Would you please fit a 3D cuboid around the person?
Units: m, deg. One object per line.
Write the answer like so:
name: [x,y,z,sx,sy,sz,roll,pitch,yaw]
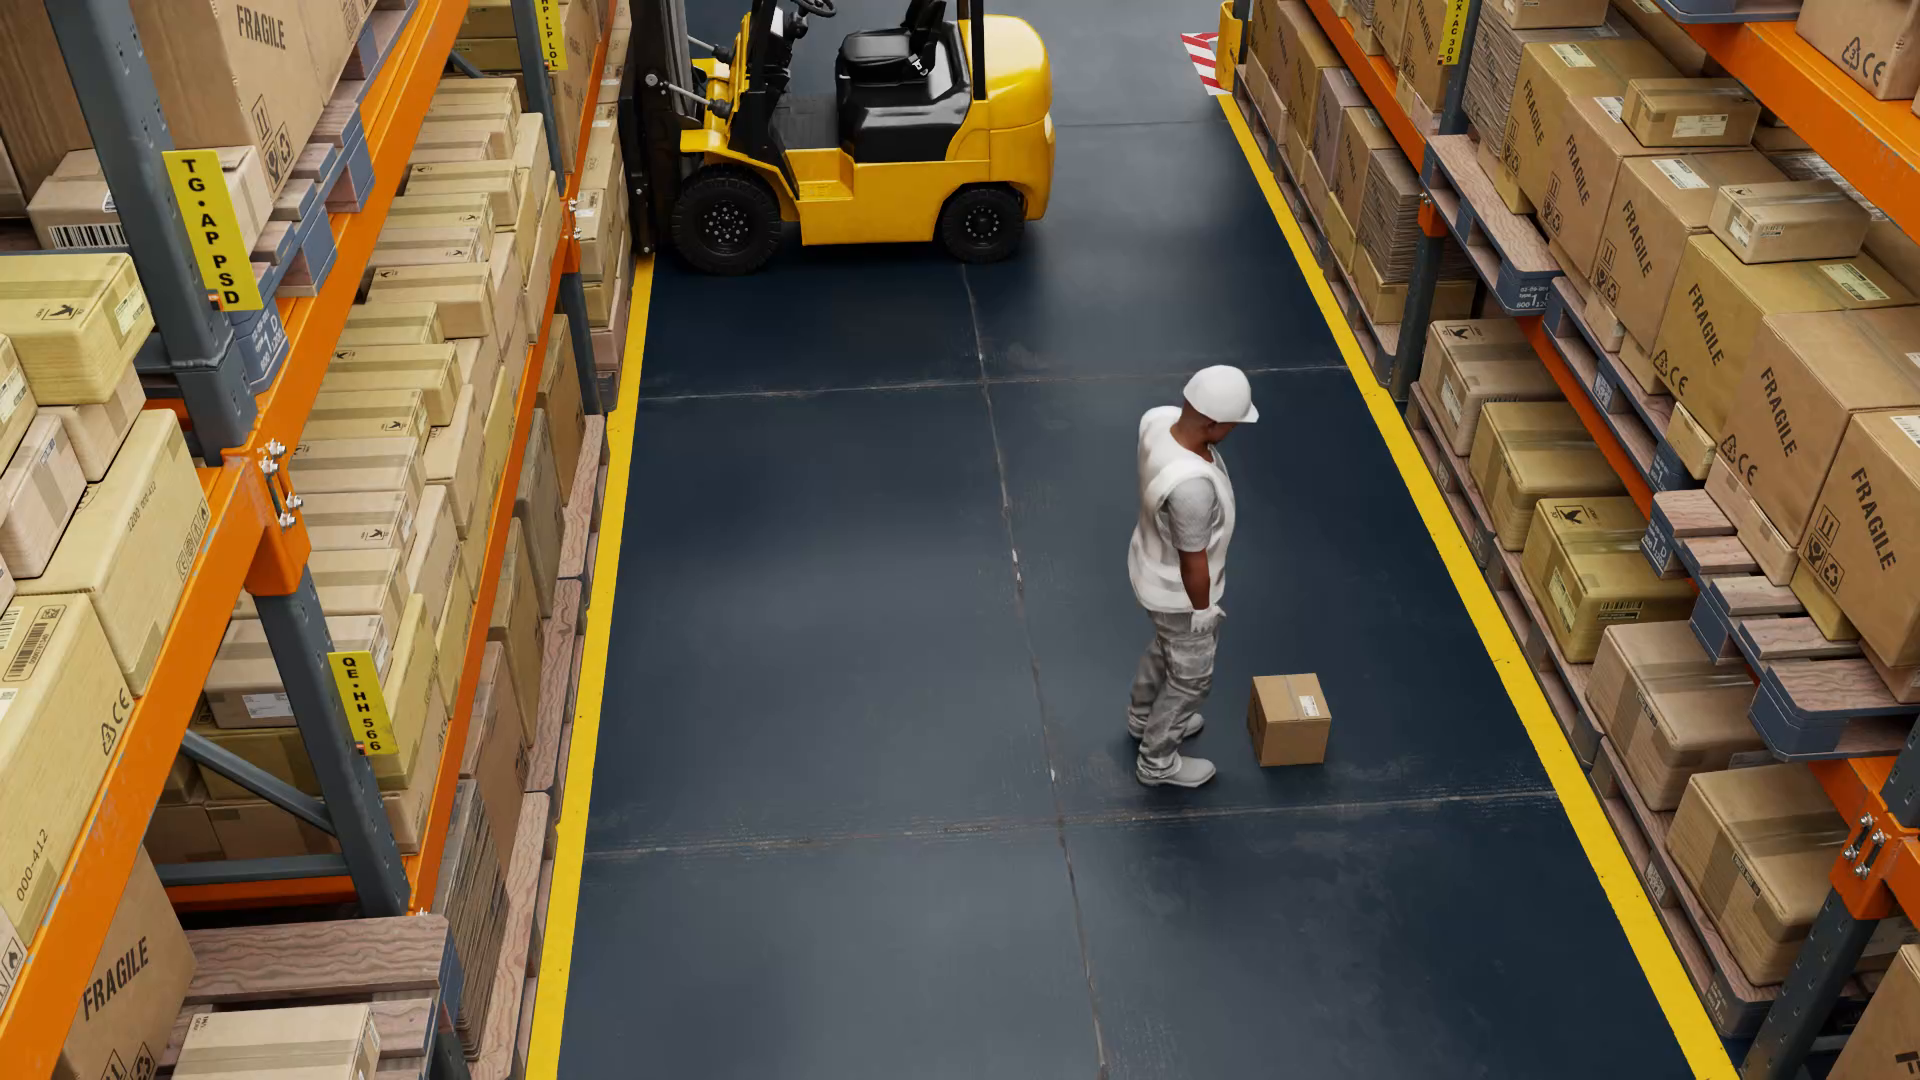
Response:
person: [0.804,0.128,5.994,0.389,1.763,0.557,-2,39,-3]
